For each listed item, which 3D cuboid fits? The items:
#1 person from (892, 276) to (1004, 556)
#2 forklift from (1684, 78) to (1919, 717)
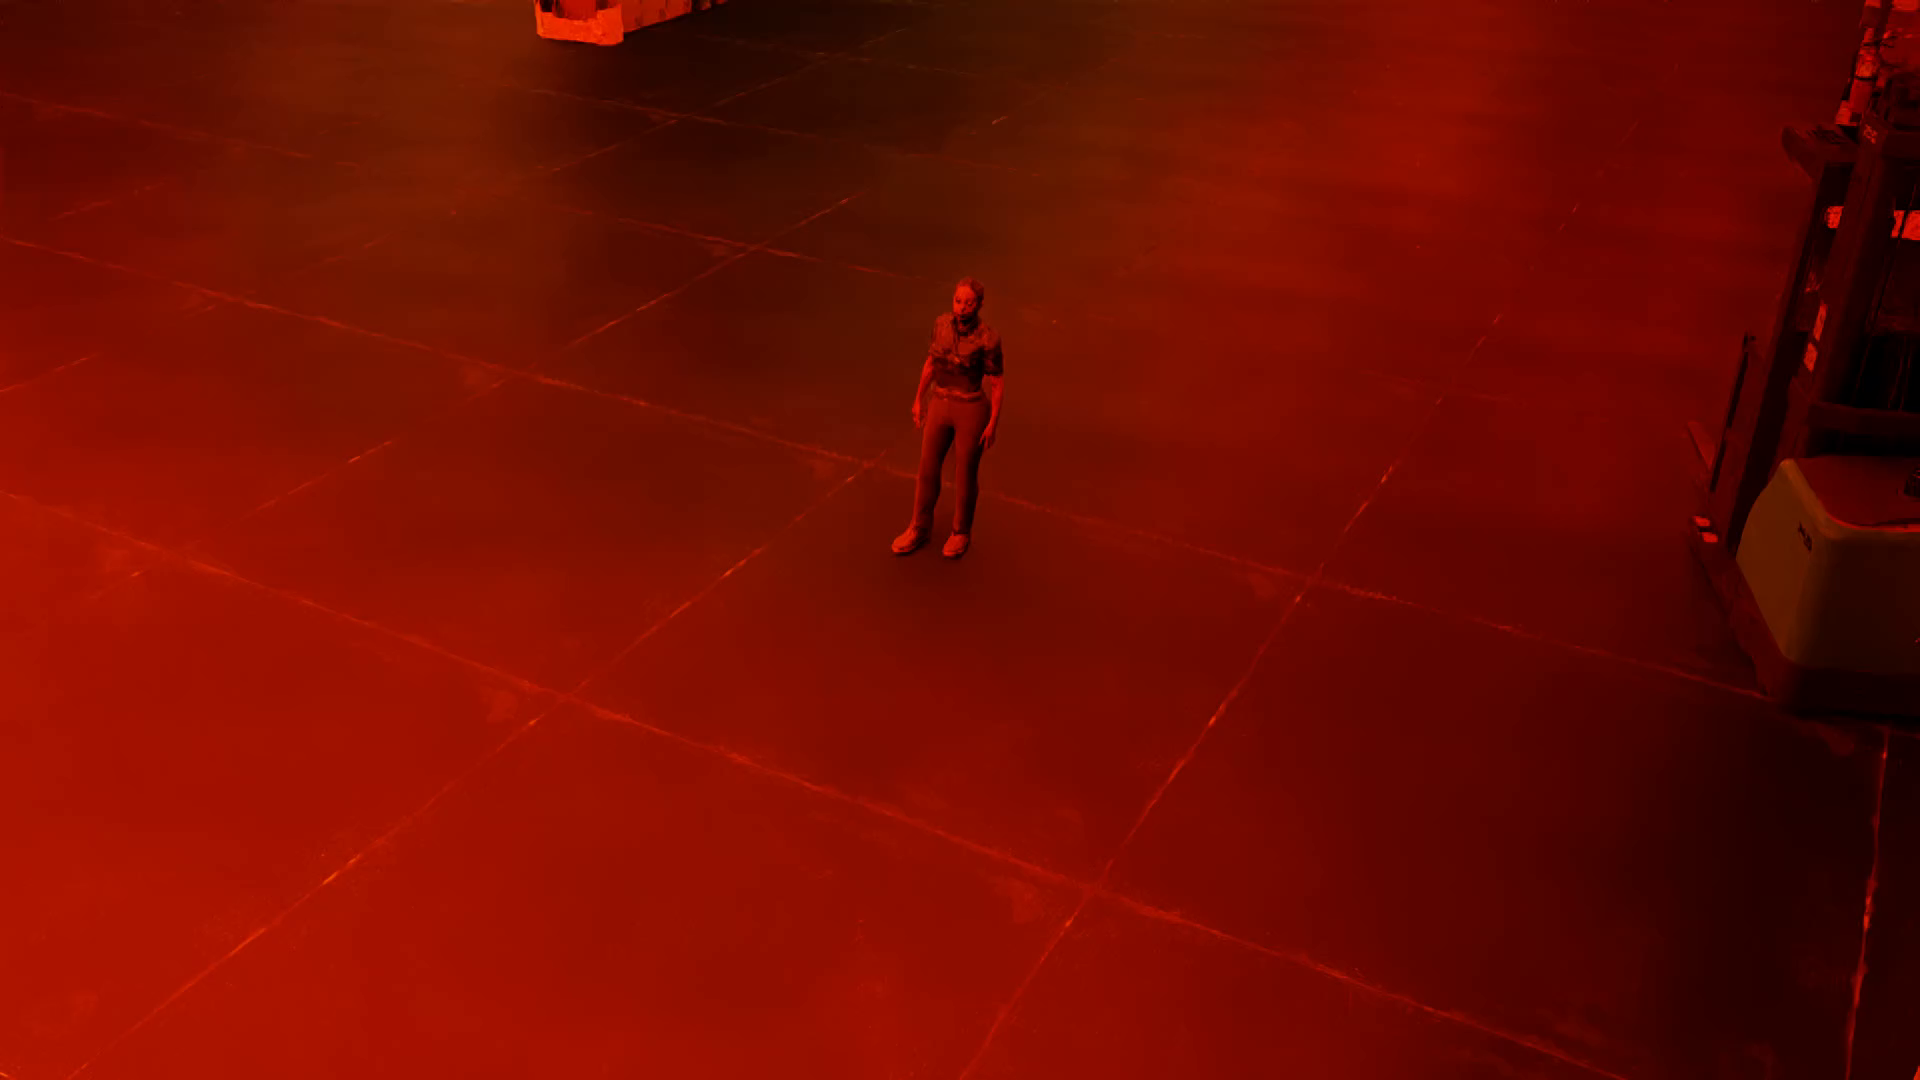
[{"bbox_3d":[-0.060,-0.689,9.528,0.570,1.654,0.503,15,33,25],"label":"person"},{"bbox_3d":[4.868,-1.083,8.948,1.130,2.935,3.031,4,30,8],"label":"forklift"}]
